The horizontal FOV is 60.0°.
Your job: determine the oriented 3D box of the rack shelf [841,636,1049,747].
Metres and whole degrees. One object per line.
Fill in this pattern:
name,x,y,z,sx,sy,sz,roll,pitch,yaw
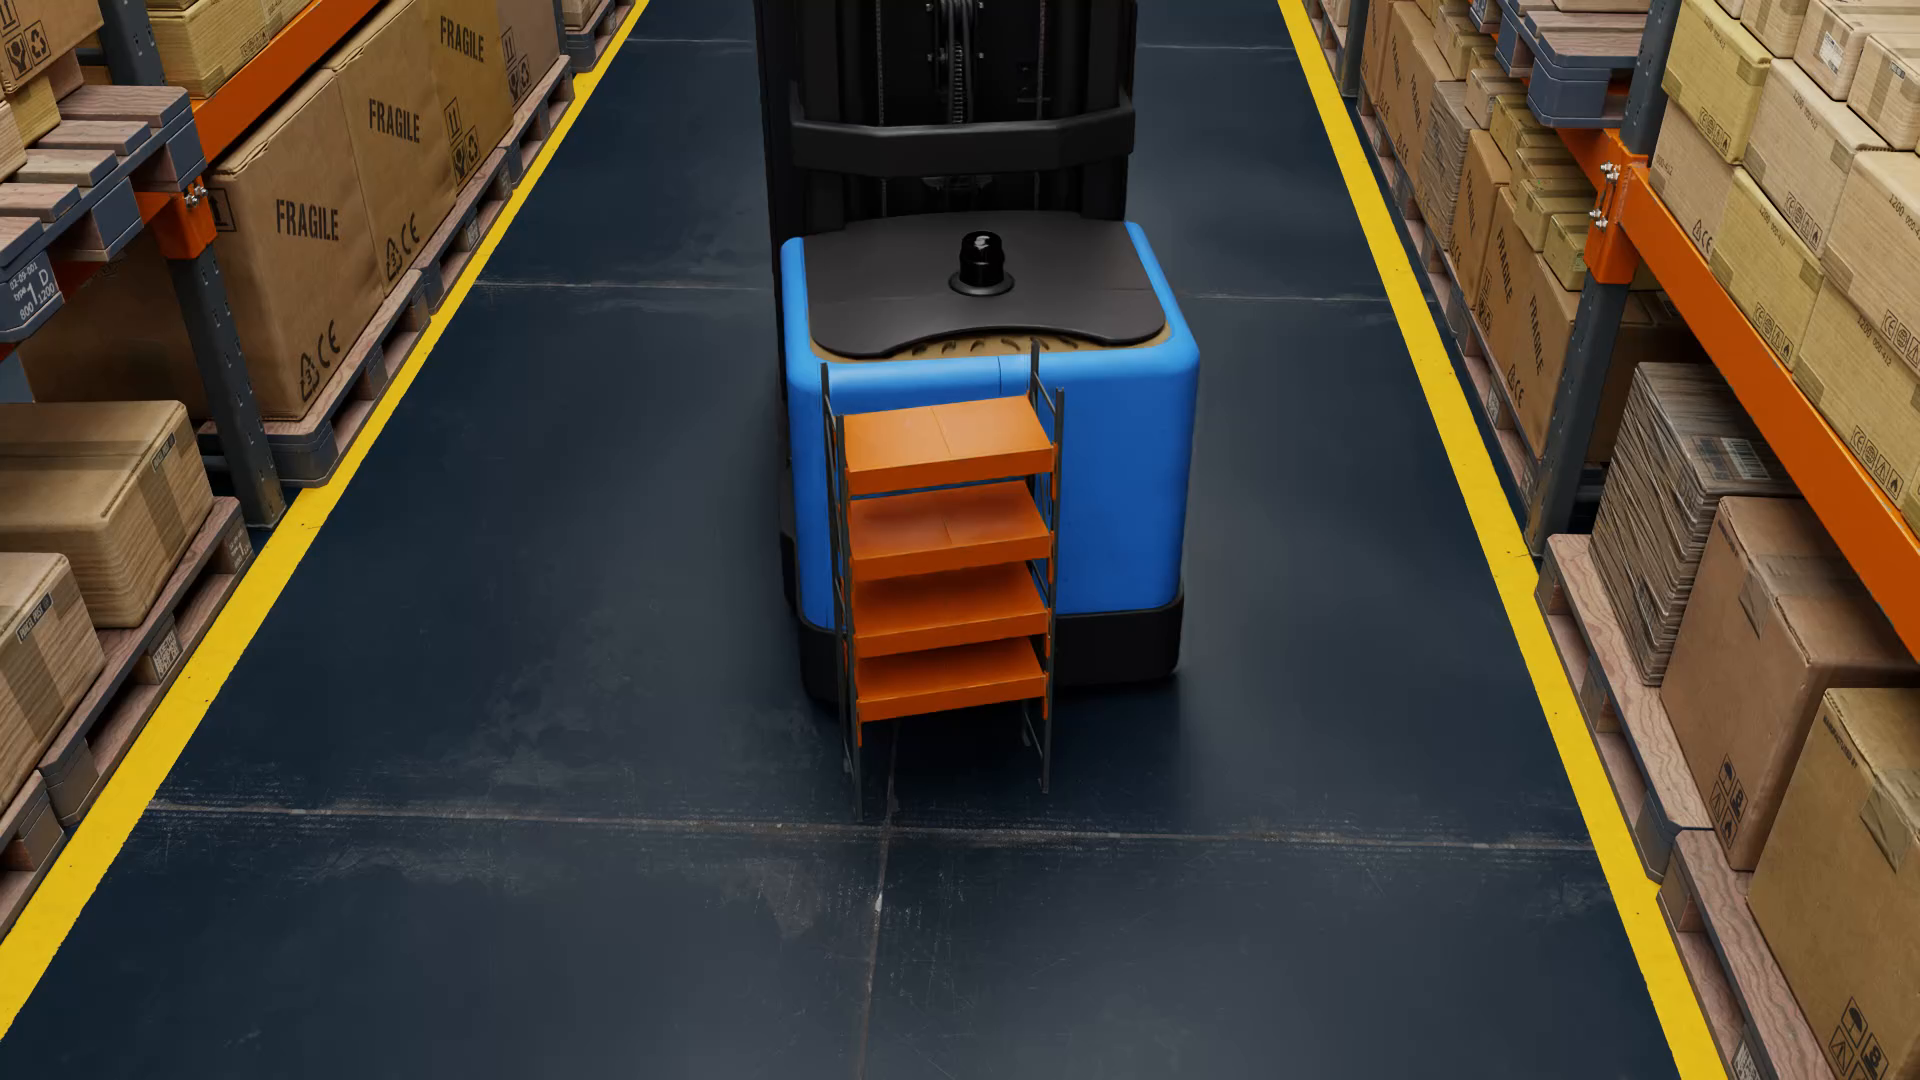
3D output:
rack shelf,-0.042,0.348,4.173,0.480,0.148,0.258,-7,36,-10

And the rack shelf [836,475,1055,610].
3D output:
rack shelf,-0.042,0.002,3.931,0.480,0.148,0.258,-7,36,-10

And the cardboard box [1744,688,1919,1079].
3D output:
cardboard box,2.194,0.730,3.302,0.875,0.625,0.625,0,35,0

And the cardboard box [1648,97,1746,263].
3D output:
cardboard box,2.016,-0.879,4.023,0.500,0.250,0.500,1,35,2

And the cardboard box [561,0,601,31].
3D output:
cardboard box,-2.388,-3.082,8.890,0.875,0.438,0.875,1,35,1

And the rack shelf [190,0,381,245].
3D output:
rack shelf,-2.601,-2.157,6.337,1.077,0.370,4.000,1,35,2

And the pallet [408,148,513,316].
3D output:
pallet,-2.523,-1.312,6.933,1.003,0.211,1.213,1,35,2

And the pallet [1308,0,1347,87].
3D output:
pallet,2.468,-2.742,8.968,1.003,0.211,1.213,1,35,2

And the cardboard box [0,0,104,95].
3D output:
cardboard box,-2.422,-1.369,3.879,0.500,0.500,0.500,0,35,1

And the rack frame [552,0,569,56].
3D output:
rack frame,-2.521,-3.601,7.765,1.000,3.000,0.127,1,35,2

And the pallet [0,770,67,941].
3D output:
pallet,-2.766,0.986,3.663,1.003,0.211,1.213,1,35,2

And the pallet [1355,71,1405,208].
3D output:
pallet,2.444,-1.879,7.740,1.003,0.211,1.213,1,35,2

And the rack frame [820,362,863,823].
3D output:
rack frame,-0.280,0.160,3.978,0.015,1.200,0.240,-7,36,-10

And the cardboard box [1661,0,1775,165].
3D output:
cardboard box,1.992,-1.085,3.880,0.500,0.250,0.500,1,35,2

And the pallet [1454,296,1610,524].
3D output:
pallet,2.346,-0.477,5.746,1.003,0.211,1.213,1,35,2

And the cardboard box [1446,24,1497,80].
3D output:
cardboard box,2.169,-1.951,6.662,0.380,0.149,0.250,3,35,4

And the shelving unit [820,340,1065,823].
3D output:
shelving unit,-0.042,0.130,4.021,0.503,1.200,0.258,-7,36,-10

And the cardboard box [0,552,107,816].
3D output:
cardboard box,-2.736,0.349,4.064,0.950,0.372,0.625,1,35,1

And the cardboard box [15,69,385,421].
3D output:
cardboard box,-2.571,-1.000,5.547,0.875,0.875,0.875,1,35,1

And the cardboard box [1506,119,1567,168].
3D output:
cardboard box,2.136,-1.353,5.810,0.380,0.149,0.250,2,35,3

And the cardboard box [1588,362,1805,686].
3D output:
cardboard box,2.240,-0.032,4.387,0.875,0.625,0.625,2,35,3

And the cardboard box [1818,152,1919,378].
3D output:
cardboard box,1.956,-0.496,3.043,0.500,0.250,0.500,0,35,1

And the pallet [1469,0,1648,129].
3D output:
pallet,2.236,-1.503,4.946,1.213,0.211,1.003,1,35,2

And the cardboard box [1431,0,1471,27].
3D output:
cardboard box,2.229,-2.236,7.068,0.380,0.149,0.250,1,35,1

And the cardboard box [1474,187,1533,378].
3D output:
cardboard box,2.111,-0.874,5.694,0.500,0.500,0.500,1,35,1

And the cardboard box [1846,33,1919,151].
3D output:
cardboard box,1.979,-0.868,3.225,0.380,0.149,0.250,2,35,2

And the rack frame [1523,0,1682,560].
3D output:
rack frame,2.278,-1.190,4.335,1.000,3.000,0.127,1,35,2

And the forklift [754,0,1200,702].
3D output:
forklift,-0.066,-1.593,4.967,1.130,2.935,3.031,-4,35,-5

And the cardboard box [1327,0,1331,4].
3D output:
cardboard box,2.182,-3.073,9.027,0.396,0.266,0.258,3,35,4

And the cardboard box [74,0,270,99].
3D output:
cardboard box,-2.410,-1.517,4.930,0.500,0.250,0.500,1,35,1

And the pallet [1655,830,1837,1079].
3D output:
pallet,2.155,1.122,3.470,1.003,0.211,1.213,1,35,2

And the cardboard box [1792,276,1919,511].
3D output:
cardboard box,1.978,-0.294,3.191,0.500,0.250,0.500,0,35,0

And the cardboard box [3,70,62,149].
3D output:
cardboard box,-2.398,-1.022,3.949,0.380,0.149,0.250,2,35,3

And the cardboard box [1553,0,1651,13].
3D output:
cardboard box,1.921,-1.645,4.836,0.380,0.149,0.250,2,35,3

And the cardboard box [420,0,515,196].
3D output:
cardboard box,-2.494,-2.026,7.007,0.875,0.875,0.875,2,35,3

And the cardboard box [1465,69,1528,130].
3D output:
cardboard box,2.126,-1.655,6.241,0.380,0.149,0.250,0,35,0

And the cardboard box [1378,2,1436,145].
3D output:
cardboard box,2.183,-2.058,7.379,0.500,0.500,0.500,1,35,1

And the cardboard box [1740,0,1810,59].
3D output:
cardboard box,1.962,-1.167,3.650,0.380,0.149,0.250,2,35,3

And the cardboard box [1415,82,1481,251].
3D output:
cardboard box,2.132,-1.474,6.547,0.500,0.500,0.500,0,35,0

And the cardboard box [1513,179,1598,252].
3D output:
cardboard box,2.025,-1.052,5.382,0.380,0.149,0.250,0,35,-1

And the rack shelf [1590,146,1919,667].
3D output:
rack shelf,2.198,0.253,2.906,1.077,0.370,4.000,1,35,2
